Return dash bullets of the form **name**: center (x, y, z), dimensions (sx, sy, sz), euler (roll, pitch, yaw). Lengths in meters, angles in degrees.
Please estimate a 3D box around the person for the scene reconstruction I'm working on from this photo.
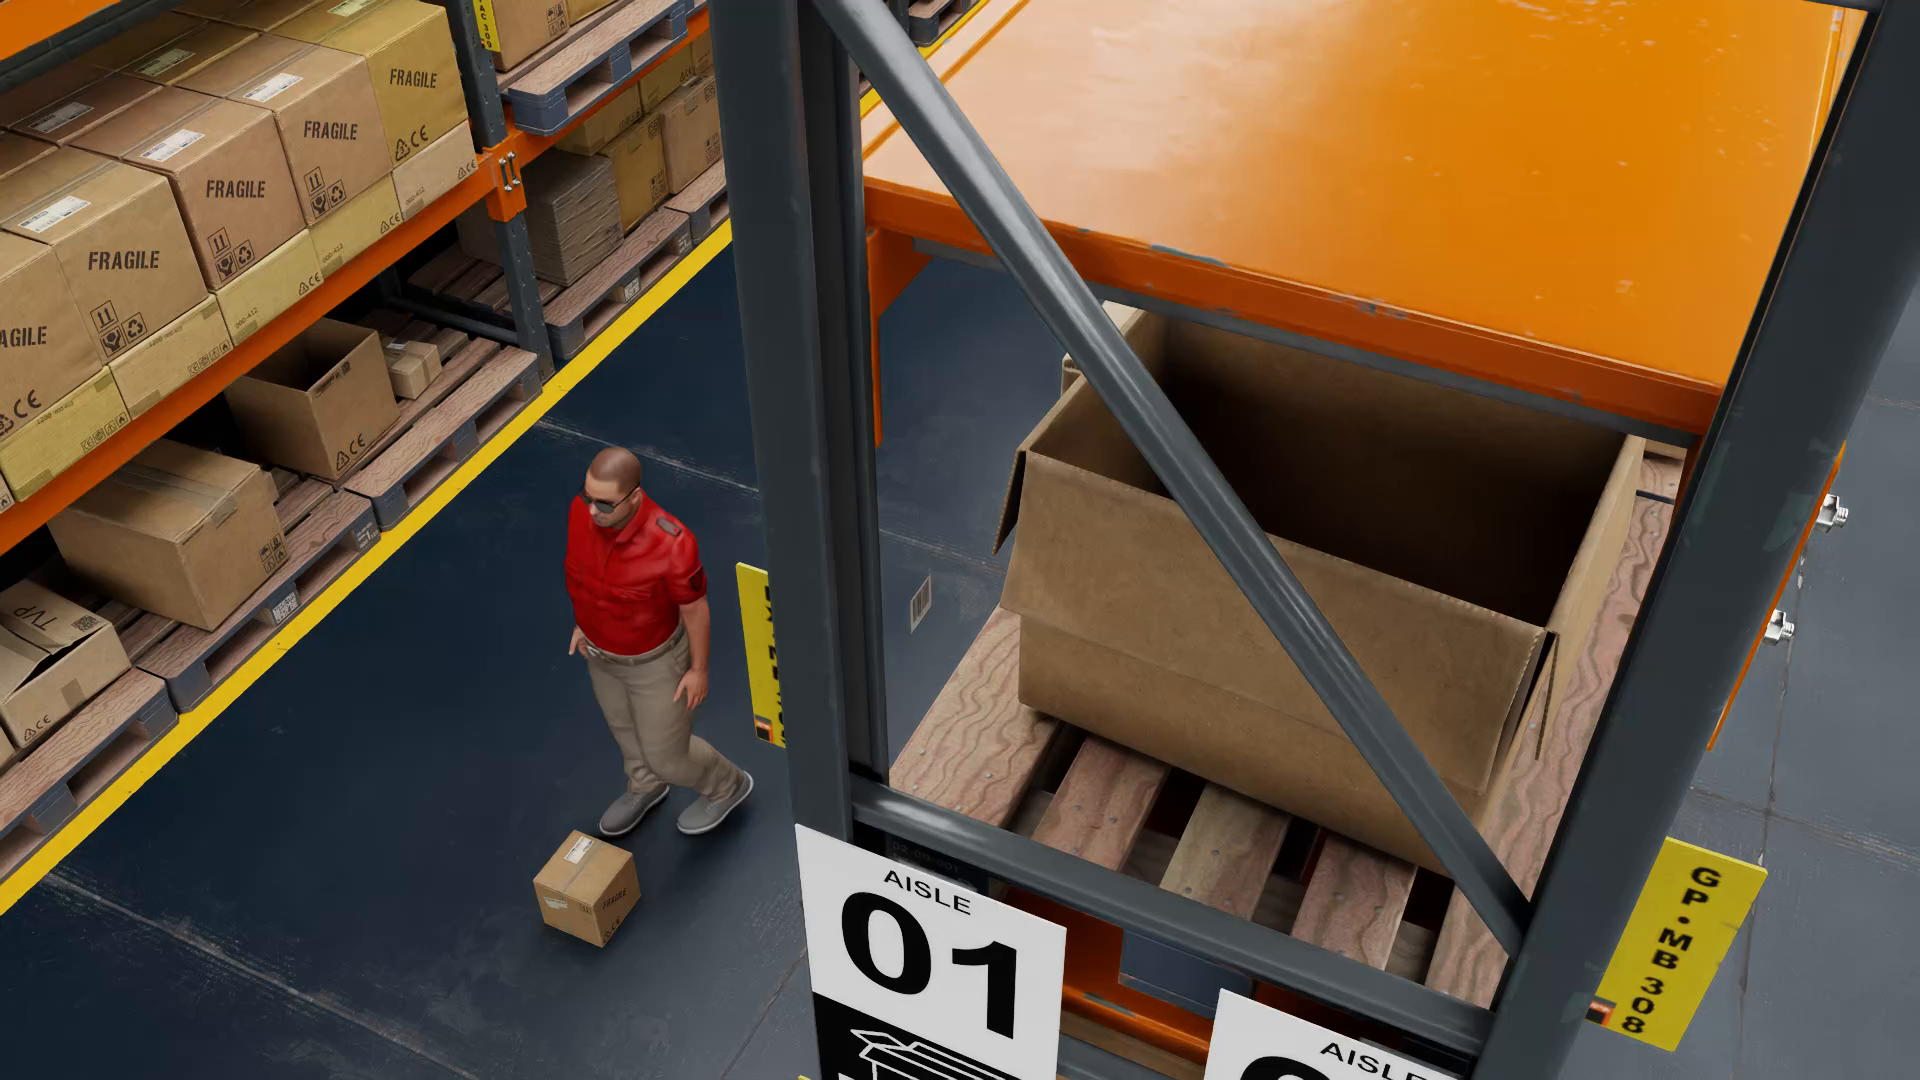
- **person**: center (-1.102, 0.402, 5.733), dimensions (0.530, 1.733, 0.361), euler (18, 45, 19)
